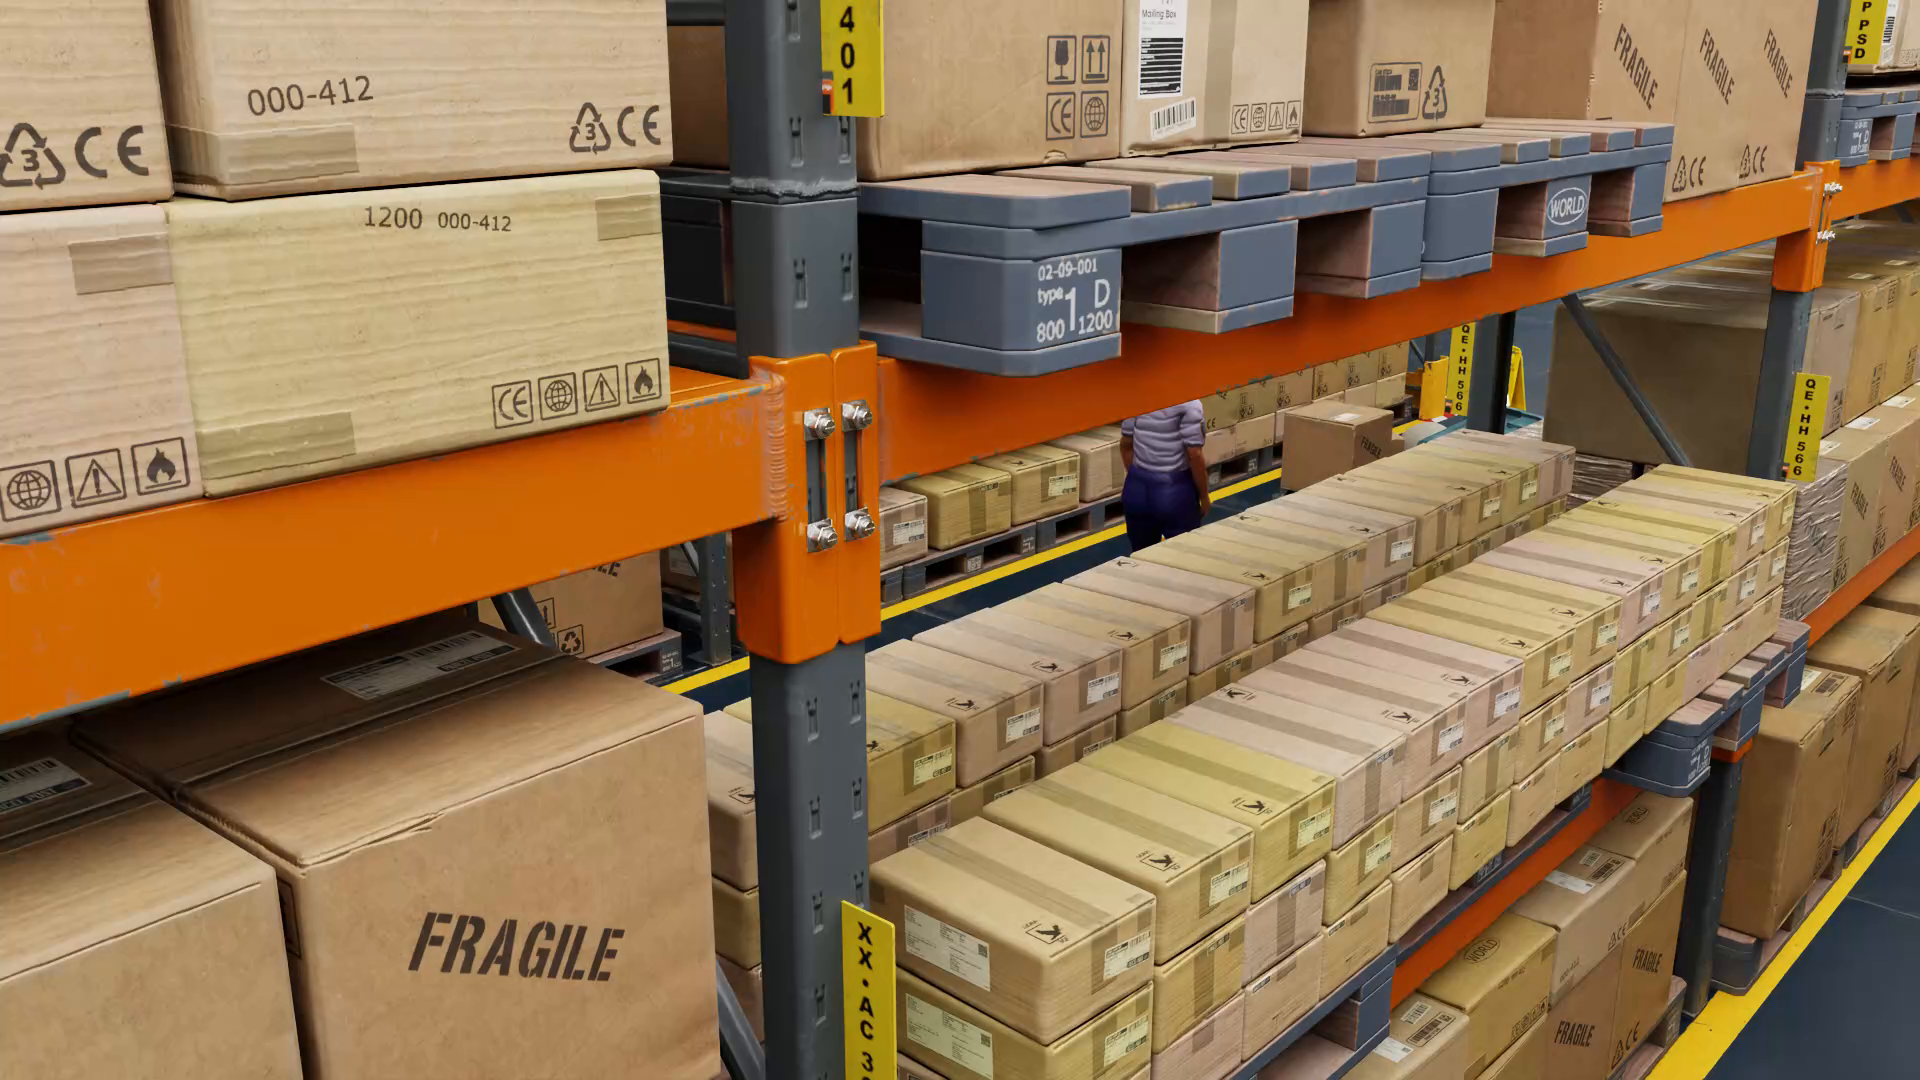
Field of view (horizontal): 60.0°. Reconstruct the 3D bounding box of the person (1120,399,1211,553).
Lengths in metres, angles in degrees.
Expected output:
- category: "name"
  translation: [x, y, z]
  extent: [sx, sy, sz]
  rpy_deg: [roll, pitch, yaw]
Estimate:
- category: "person"
  translation: [1.085, -0.228, 8.796]
  extent: [0.532, 1.654, 0.368]
  rpy_deg: [14, 22, 38]
